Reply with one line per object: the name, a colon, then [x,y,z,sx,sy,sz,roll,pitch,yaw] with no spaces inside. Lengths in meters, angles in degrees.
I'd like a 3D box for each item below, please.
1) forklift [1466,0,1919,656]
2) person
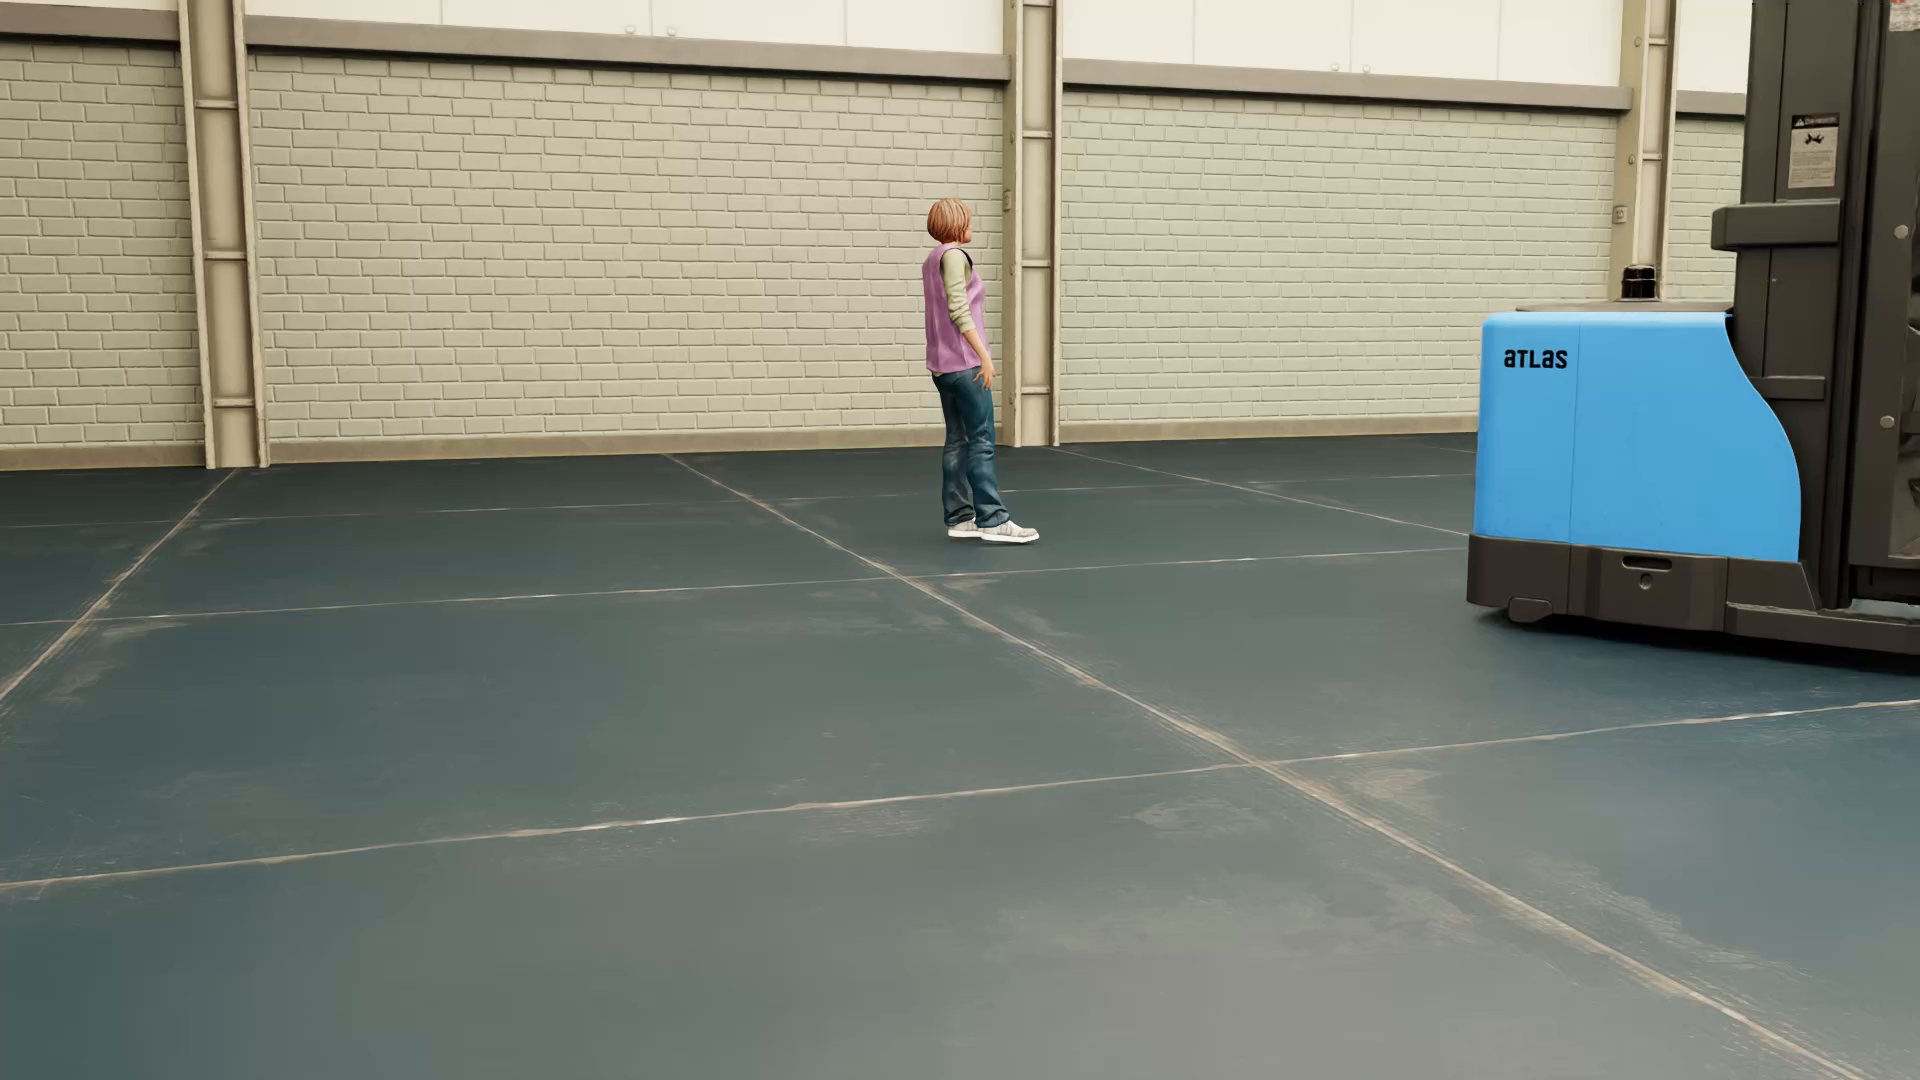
forklift: [3.240,-1.091,5.068,3.031,2.935,1.130,6,10,38]
person: [0.074,-0.800,7.825,0.476,1.597,0.520,-3,8,-18]
